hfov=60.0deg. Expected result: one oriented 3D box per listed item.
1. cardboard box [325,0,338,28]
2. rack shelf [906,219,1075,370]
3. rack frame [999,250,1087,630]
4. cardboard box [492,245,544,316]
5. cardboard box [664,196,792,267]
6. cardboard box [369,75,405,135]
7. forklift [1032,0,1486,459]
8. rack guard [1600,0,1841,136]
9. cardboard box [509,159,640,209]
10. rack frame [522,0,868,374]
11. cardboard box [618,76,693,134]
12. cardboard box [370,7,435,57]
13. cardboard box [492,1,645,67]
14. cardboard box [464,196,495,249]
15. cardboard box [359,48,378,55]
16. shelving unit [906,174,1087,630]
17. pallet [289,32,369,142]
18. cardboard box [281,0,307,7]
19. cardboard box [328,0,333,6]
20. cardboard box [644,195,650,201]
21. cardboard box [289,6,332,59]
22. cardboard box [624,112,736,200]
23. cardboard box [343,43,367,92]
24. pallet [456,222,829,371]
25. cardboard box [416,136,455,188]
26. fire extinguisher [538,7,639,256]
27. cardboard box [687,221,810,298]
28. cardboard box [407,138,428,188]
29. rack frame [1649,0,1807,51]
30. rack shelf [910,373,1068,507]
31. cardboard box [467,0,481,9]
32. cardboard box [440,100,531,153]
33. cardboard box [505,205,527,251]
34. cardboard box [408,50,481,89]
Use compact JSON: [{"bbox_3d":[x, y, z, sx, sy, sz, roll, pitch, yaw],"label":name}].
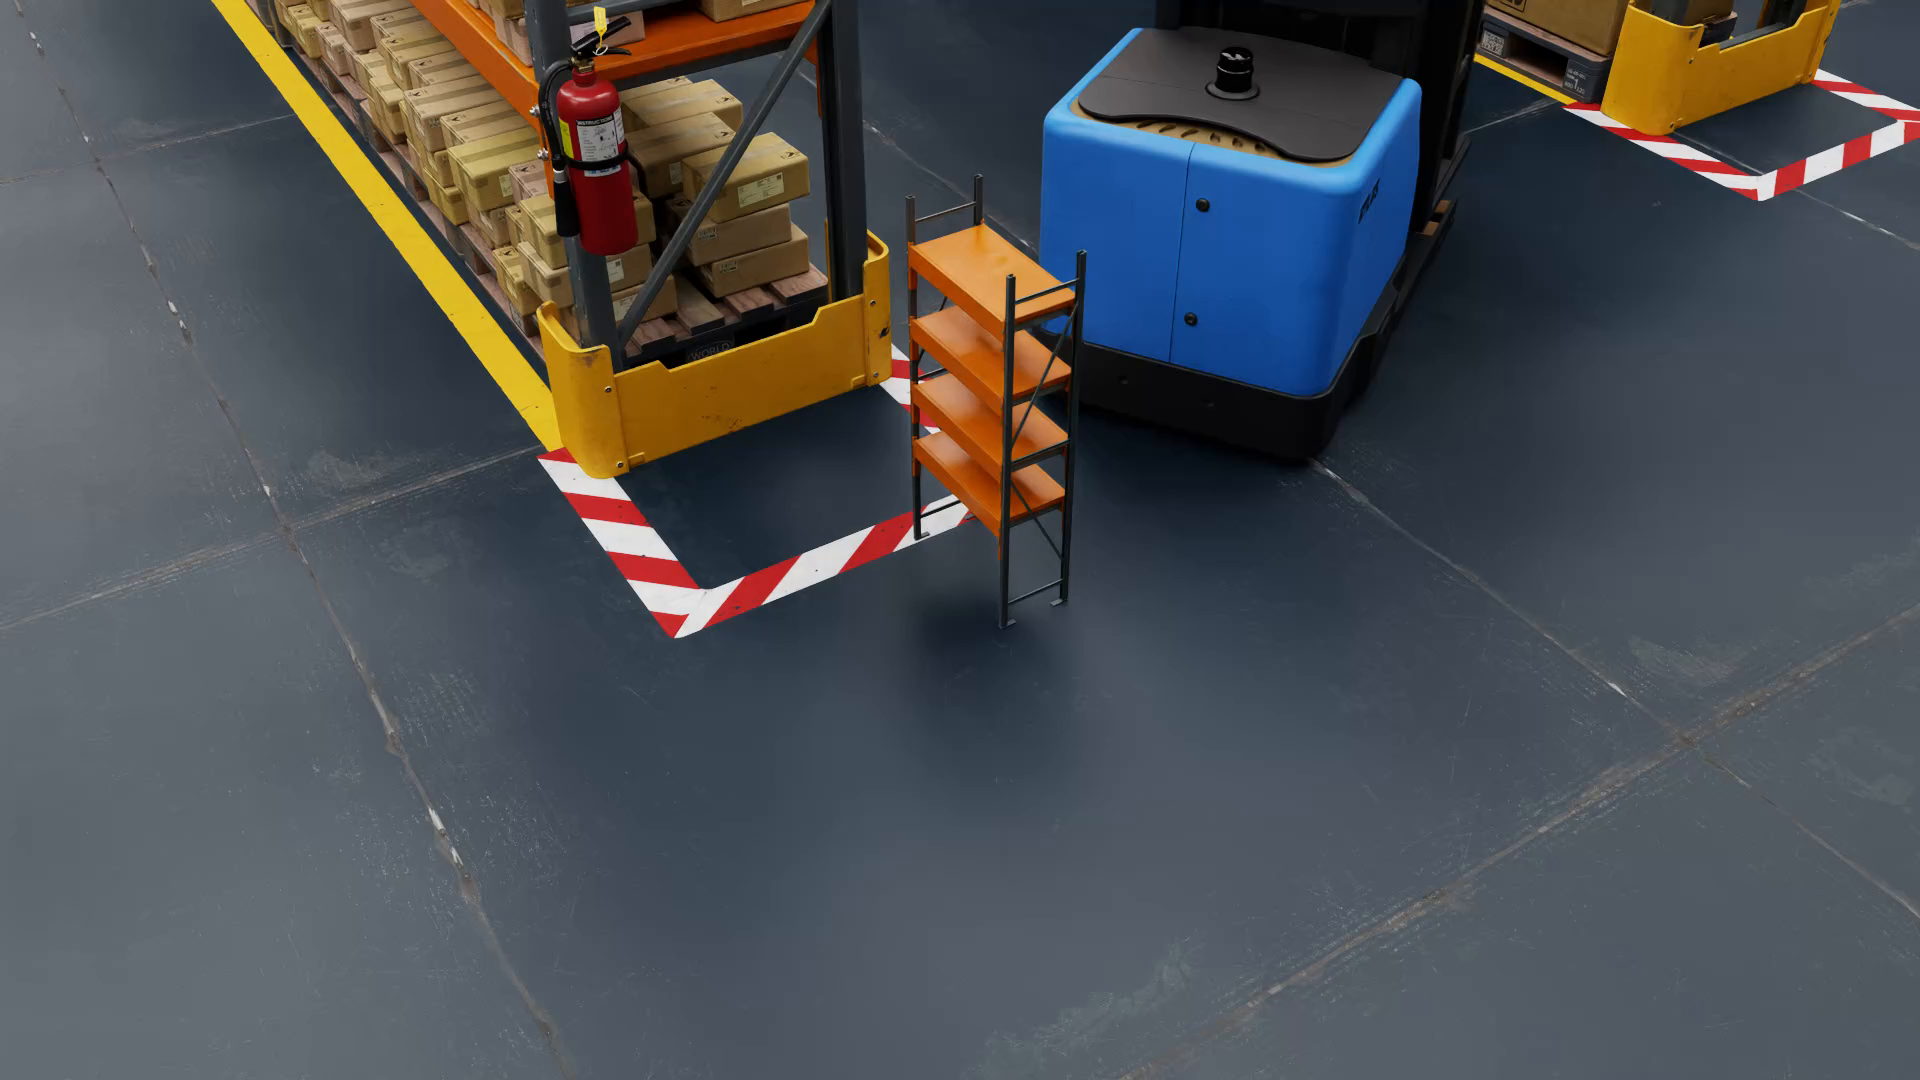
[{"bbox_3d":[-2.615,-2.398,7.451,0.380,0.149,0.250,-22,45,-25],"label":"cardboard box"},{"bbox_3d":[0.089,-0.673,4.507,0.258,0.148,0.480,-22,45,-24],"label":"rack shelf"},{"bbox_3d":[0.220,-0.240,4.601,0.240,1.200,0.015,-22,45,-24],"label":"rack frame"},{"bbox_3d":[-1.445,-0.972,5.972,0.380,0.149,0.250,-21,44,-23],"label":"cardboard box"},{"bbox_3d":[-0.828,-1.141,5.943,0.380,0.149,0.250,-20,44,-23],"label":"cardboard box"},{"bbox_3d":[-2.151,-1.795,6.728,0.380,0.149,0.250,-22,44,-24],"label":"cardboard box"},{"bbox_3d":[1.344,-2.332,5.759,1.130,2.935,3.031,17,43,20],"label":"forklift"},{"bbox_3d":[3.487,-2.269,7.582,1.175,0.500,0.348,-22,45,-24],"label":"rack guard"},{"bbox_3d":[-1.347,-1.238,5.827,0.380,0.149,0.250,-21,44,-24],"label":"cardboard box"},{"bbox_3d":[-0.762,-1.589,4.814,1.000,3.000,0.127,-22,45,-24],"label":"rack frame"},{"bbox_3d":[-1.238,-1.677,6.353,0.380,0.149,0.250,-24,46,-26],"label":"cardboard box"},{"bbox_3d":[-2.183,-2.080,6.837,0.380,0.149,0.250,-24,45,-26],"label":"cardboard box"},{"bbox_3d":[-1.176,-1.572,4.989,0.380,0.149,0.250,-22,45,-24],"label":"cardboard box"},{"bbox_3d":[-1.658,-1.273,6.333,0.380,0.149,0.250,-22,44,-24],"label":"cardboard box"},{"bbox_3d":[-2.344,-2.095,7.088,0.380,0.149,0.250,-20,44,-22],"label":"cardboard box"},{"bbox_3d":[0.089,-0.372,4.759,0.258,1.200,0.503,-22,45,-24],"label":"shelving unit"},{"bbox_3d":[-2.522,-2.327,7.878,1.003,0.211,1.213,-22,45,-24],"label":"pallet"},{"bbox_3d":[-2.988,-2.623,7.721,0.380,0.149,0.250,-20,44,-22],"label":"cardboard box"},{"bbox_3d":[-2.627,-2.497,7.338,0.380,0.149,0.250,-23,45,-25],"label":"cardboard box"},{"bbox_3d":[-1.134,-1.410,6.265,0.380,0.149,0.250,-22,44,-24],"label":"cardboard box"},{"bbox_3d":[-2.845,-2.364,7.643,0.380,0.149,0.250,-21,44,-23],"label":"cardboard box"},{"bbox_3d":[-1.007,-1.391,6.011,0.380,0.149,0.250,-21,44,-24],"label":"cardboard box"},{"bbox_3d":[-2.489,-2.128,7.359,0.380,0.149,0.250,-23,45,-25],"label":"cardboard box"},{"bbox_3d":[-1.210,-1.010,6.297,1.003,0.211,1.213,-22,45,-24],"label":"pallet"},{"bbox_3d":[-1.857,-1.511,6.387,0.380,0.149,0.250,-22,44,-24],"label":"cardboard box"},{"bbox_3d":[-1.016,-1.122,4.605,0.296,0.674,0.183,-22,45,-24],"label":"fire extinguisher"},{"bbox_3d":[-0.774,-1.049,6.064,0.380,0.149,0.250,-21,44,-24],"label":"cardboard box"},{"bbox_3d":[-1.978,-1.543,6.658,0.380,0.149,0.250,-21,44,-24],"label":"cardboard box"},{"bbox_3d":[3.474,-3.242,6.798,1.000,3.000,0.127,-22,45,-24],"label":"rack frame"},{"bbox_3d":[0.089,-0.320,4.802,0.258,0.148,0.480,-22,45,-24],"label":"rack shelf"},{"bbox_3d":[-1.426,-1.849,5.322,0.380,0.149,0.250,-23,45,-25],"label":"cardboard box"},{"bbox_3d":[-1.680,-1.496,6.136,0.380,0.149,0.250,-24,45,-26],"label":"cardboard box"},{"bbox_3d":[-1.382,-1.116,5.913,0.380,0.149,0.250,-23,45,-25],"label":"cardboard box"},{"bbox_3d":[-1.919,-1.802,6.503,0.380,0.149,0.250,-24,45,-26],"label":"cardboard box"}]
